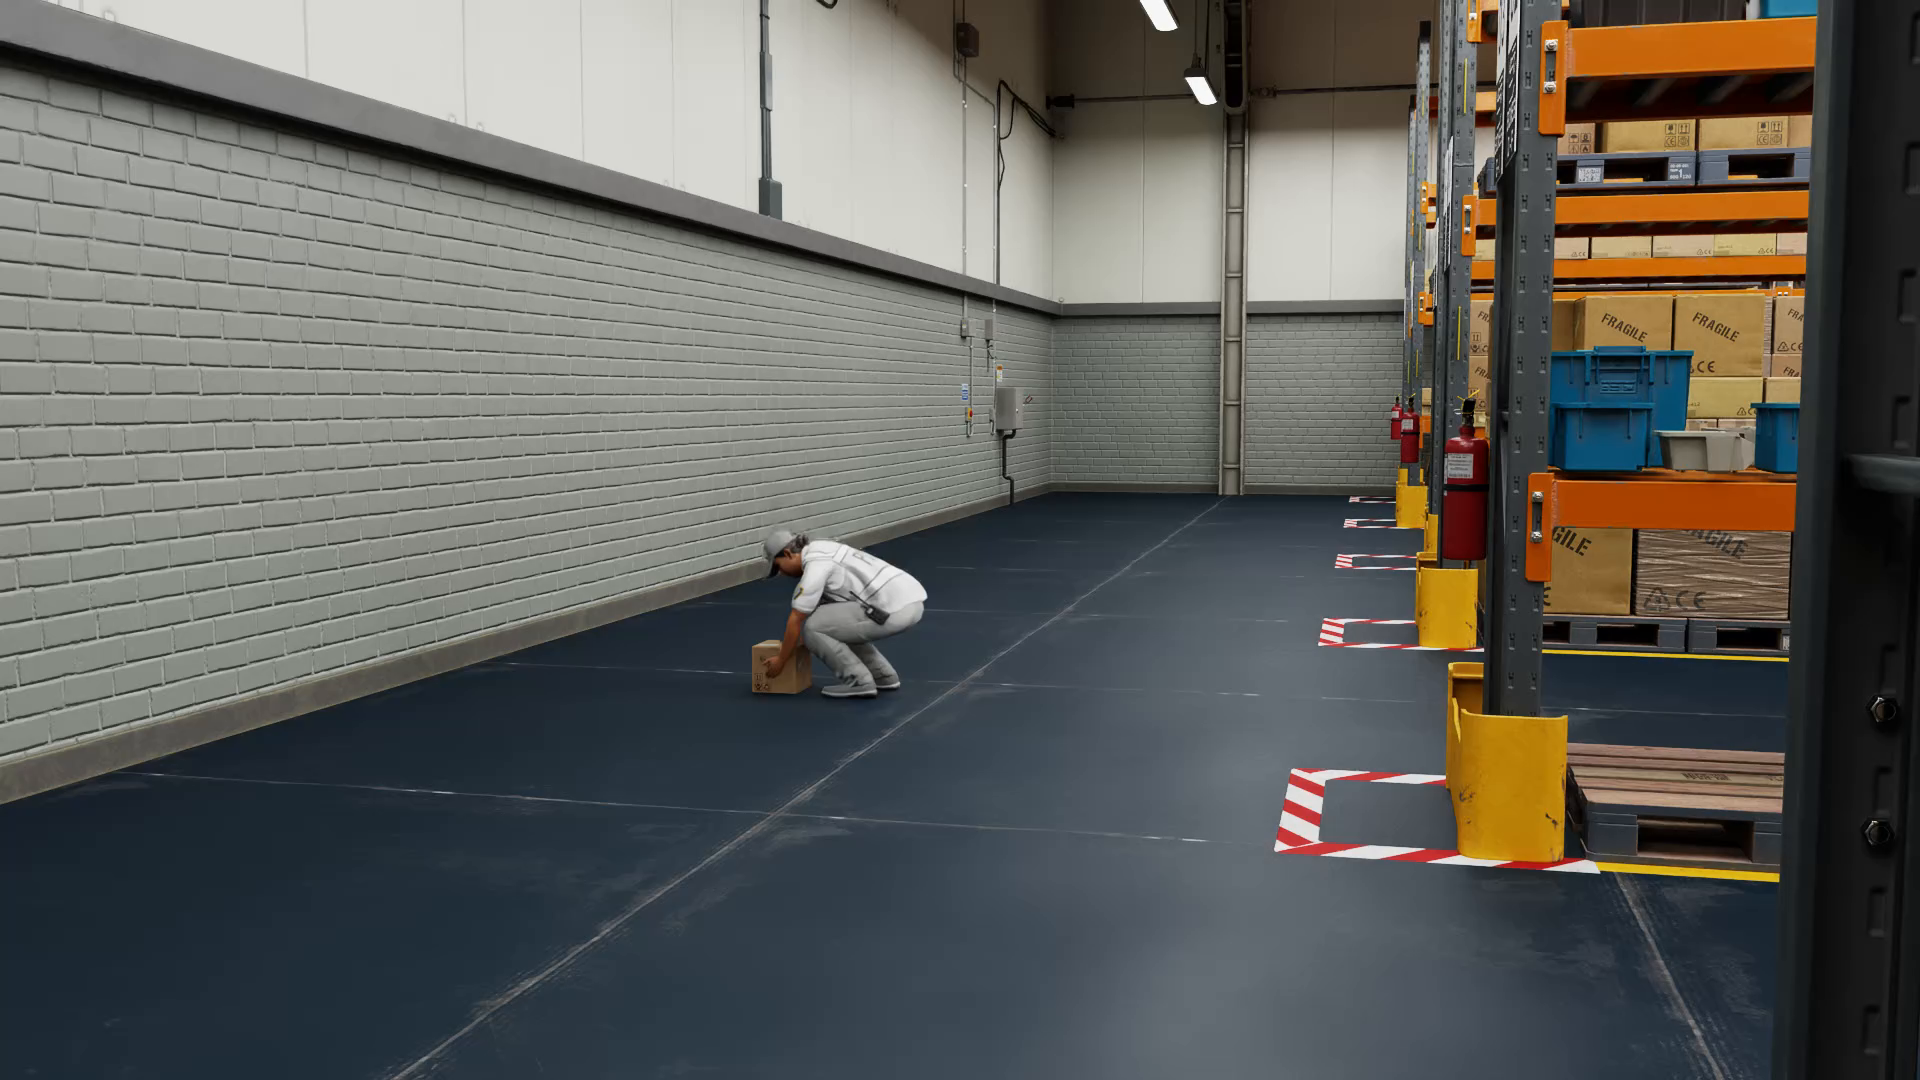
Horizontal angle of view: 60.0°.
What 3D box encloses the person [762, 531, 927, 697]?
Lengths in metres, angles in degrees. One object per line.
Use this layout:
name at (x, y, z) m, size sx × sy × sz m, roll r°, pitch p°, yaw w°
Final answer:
person at (-0.620, 0.390, 8.899) m, size 0.861 × 0.875 × 0.525 m, roll 1°, pitch 5°, yaw 14°
